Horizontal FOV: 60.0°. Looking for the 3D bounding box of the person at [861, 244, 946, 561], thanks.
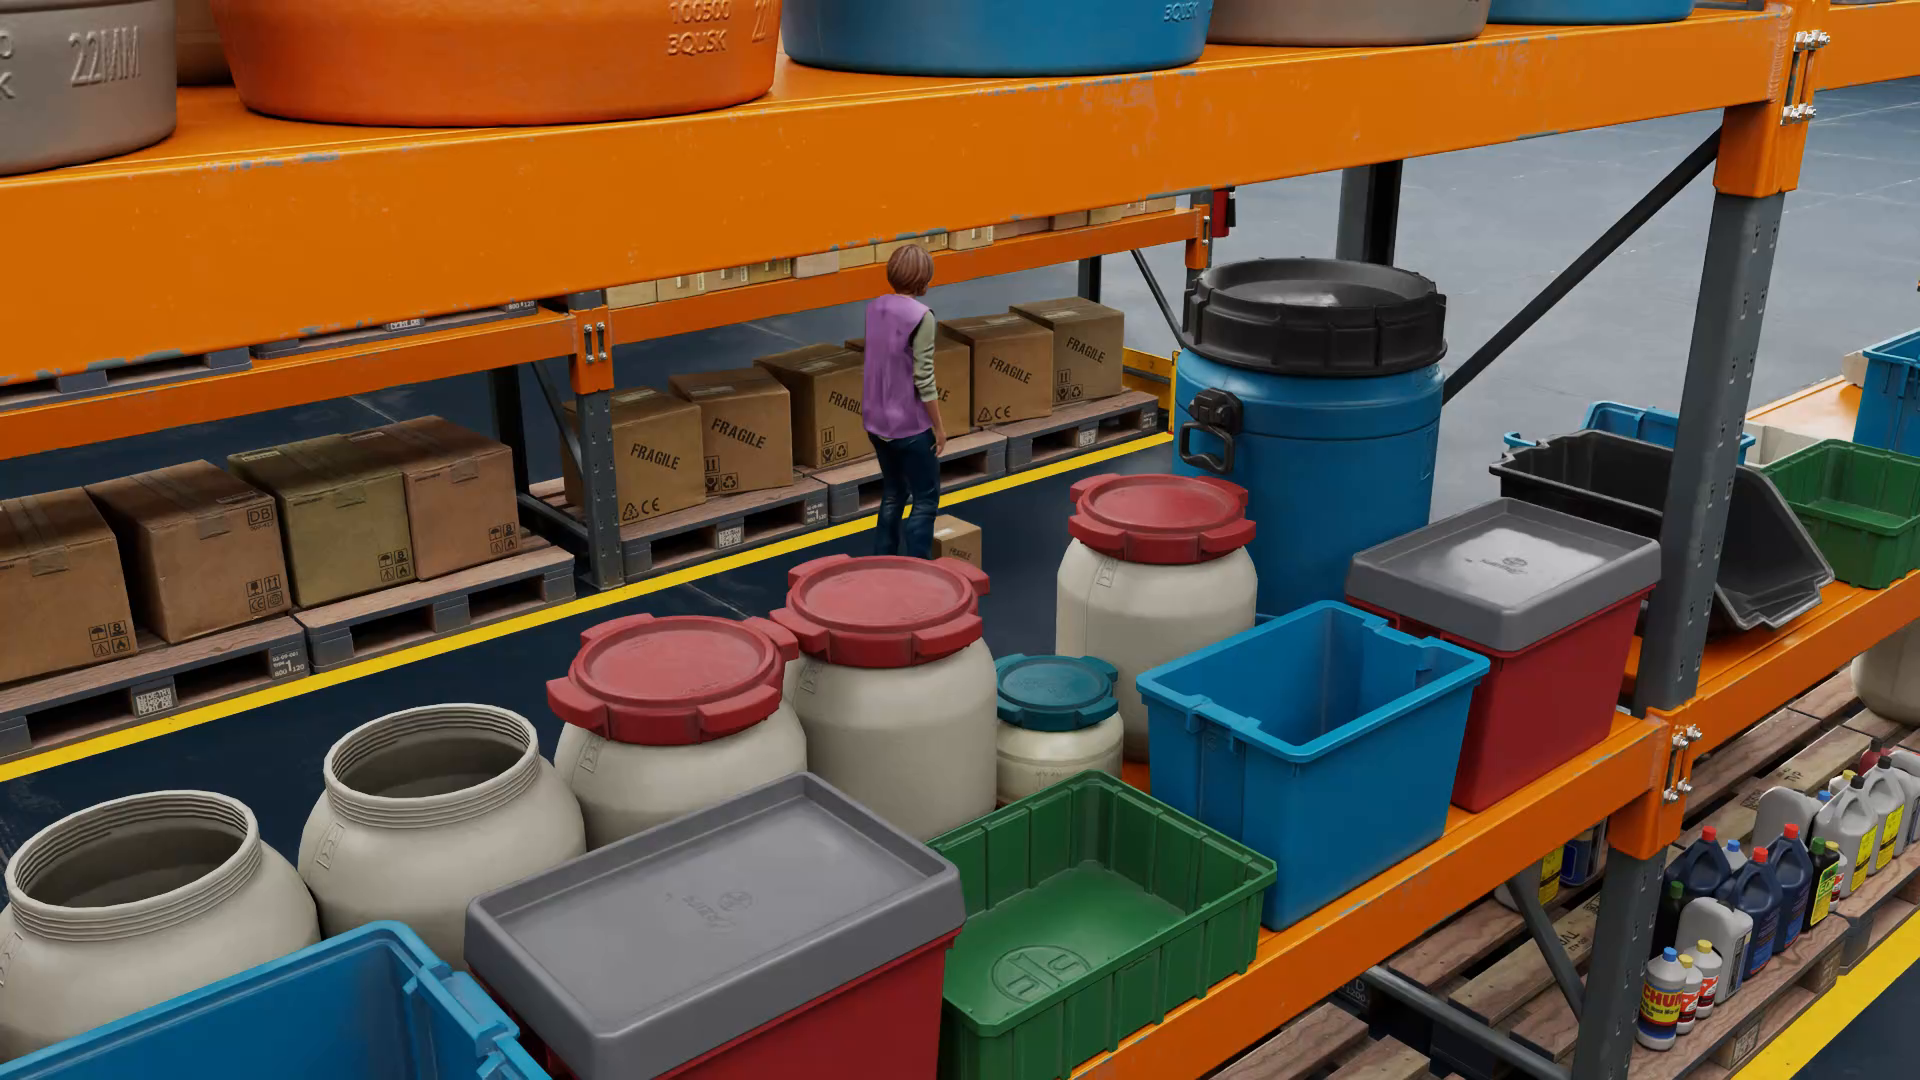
[{"bbox_3d":[-0.248,-0.505,7.412,0.345,1.580,0.466,-18,28,-39],"label":"person"}]
